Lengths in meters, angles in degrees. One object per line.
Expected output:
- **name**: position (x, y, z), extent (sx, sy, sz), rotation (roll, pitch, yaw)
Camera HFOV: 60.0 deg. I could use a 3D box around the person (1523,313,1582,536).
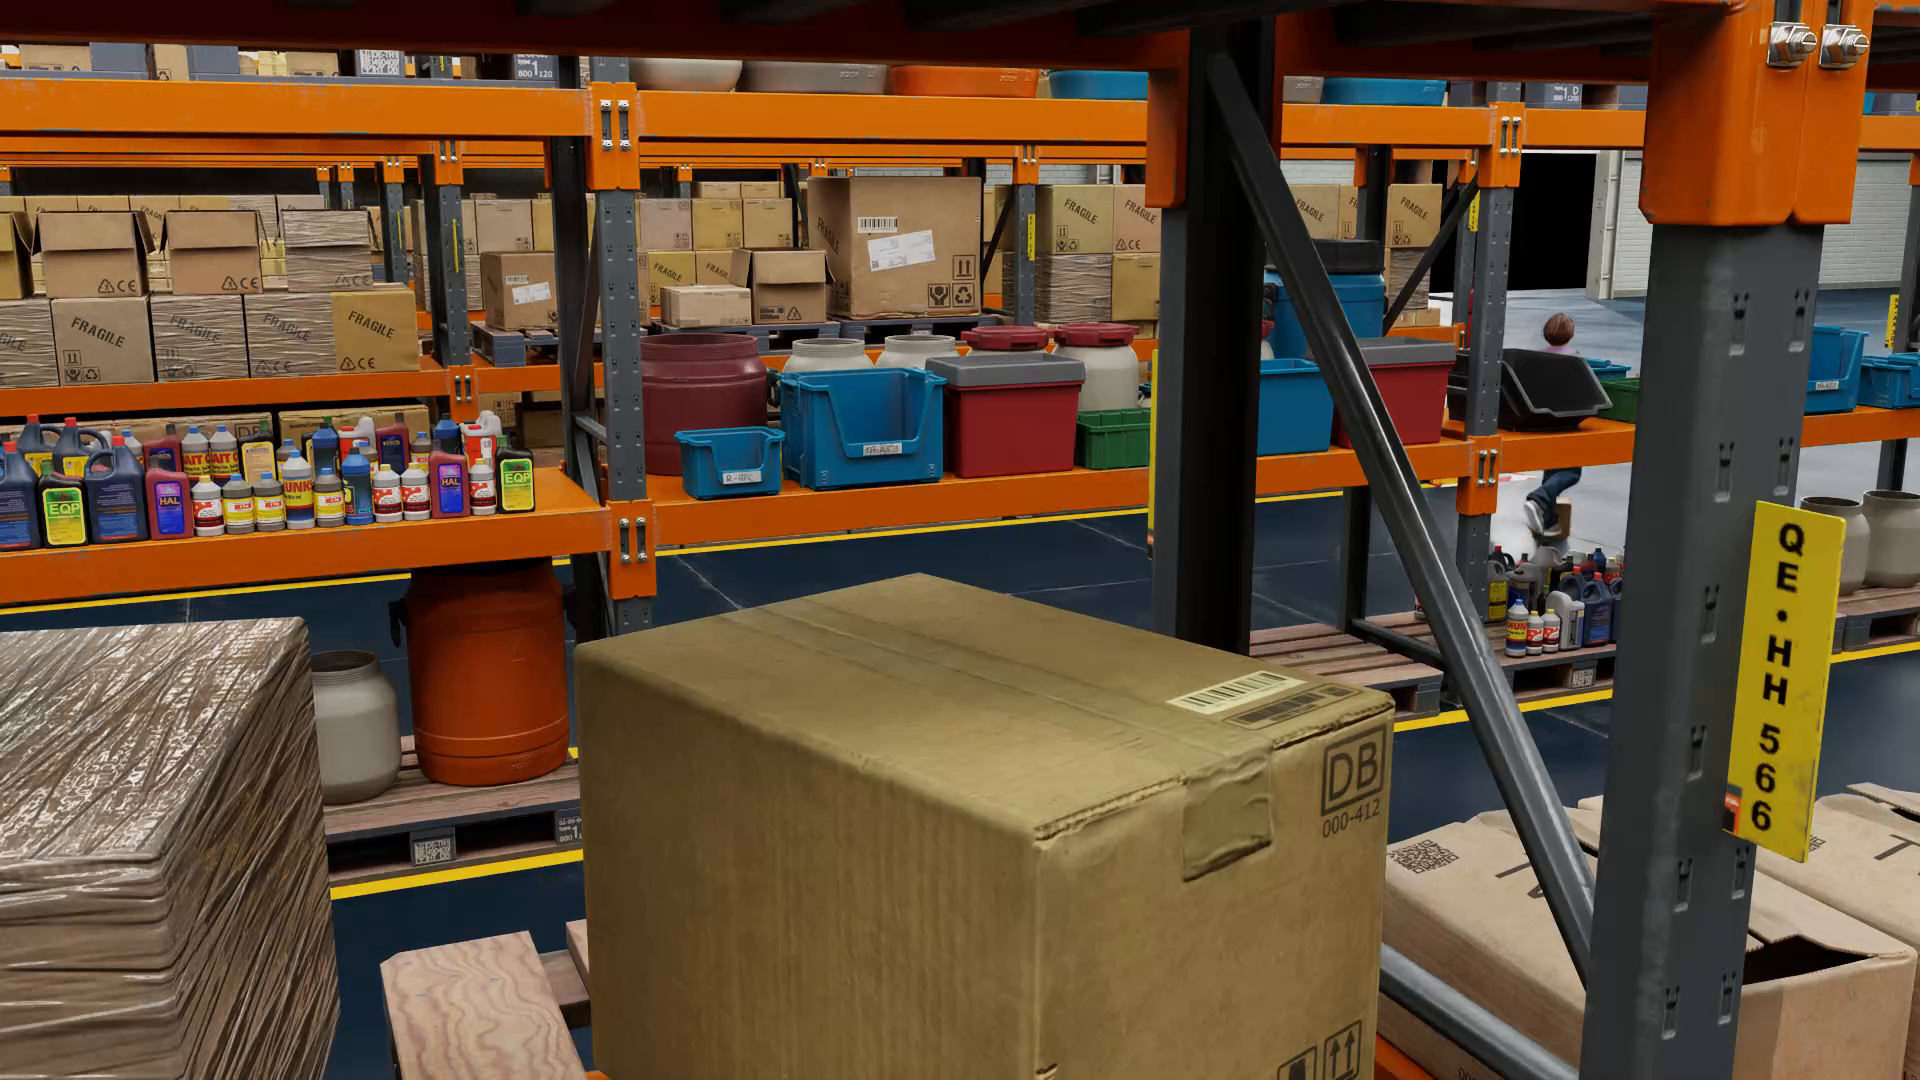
- **person**: position (4.091, -0.777, 11.485), extent (0.656, 1.577, 0.410), rotation (-8, 15, -34)
